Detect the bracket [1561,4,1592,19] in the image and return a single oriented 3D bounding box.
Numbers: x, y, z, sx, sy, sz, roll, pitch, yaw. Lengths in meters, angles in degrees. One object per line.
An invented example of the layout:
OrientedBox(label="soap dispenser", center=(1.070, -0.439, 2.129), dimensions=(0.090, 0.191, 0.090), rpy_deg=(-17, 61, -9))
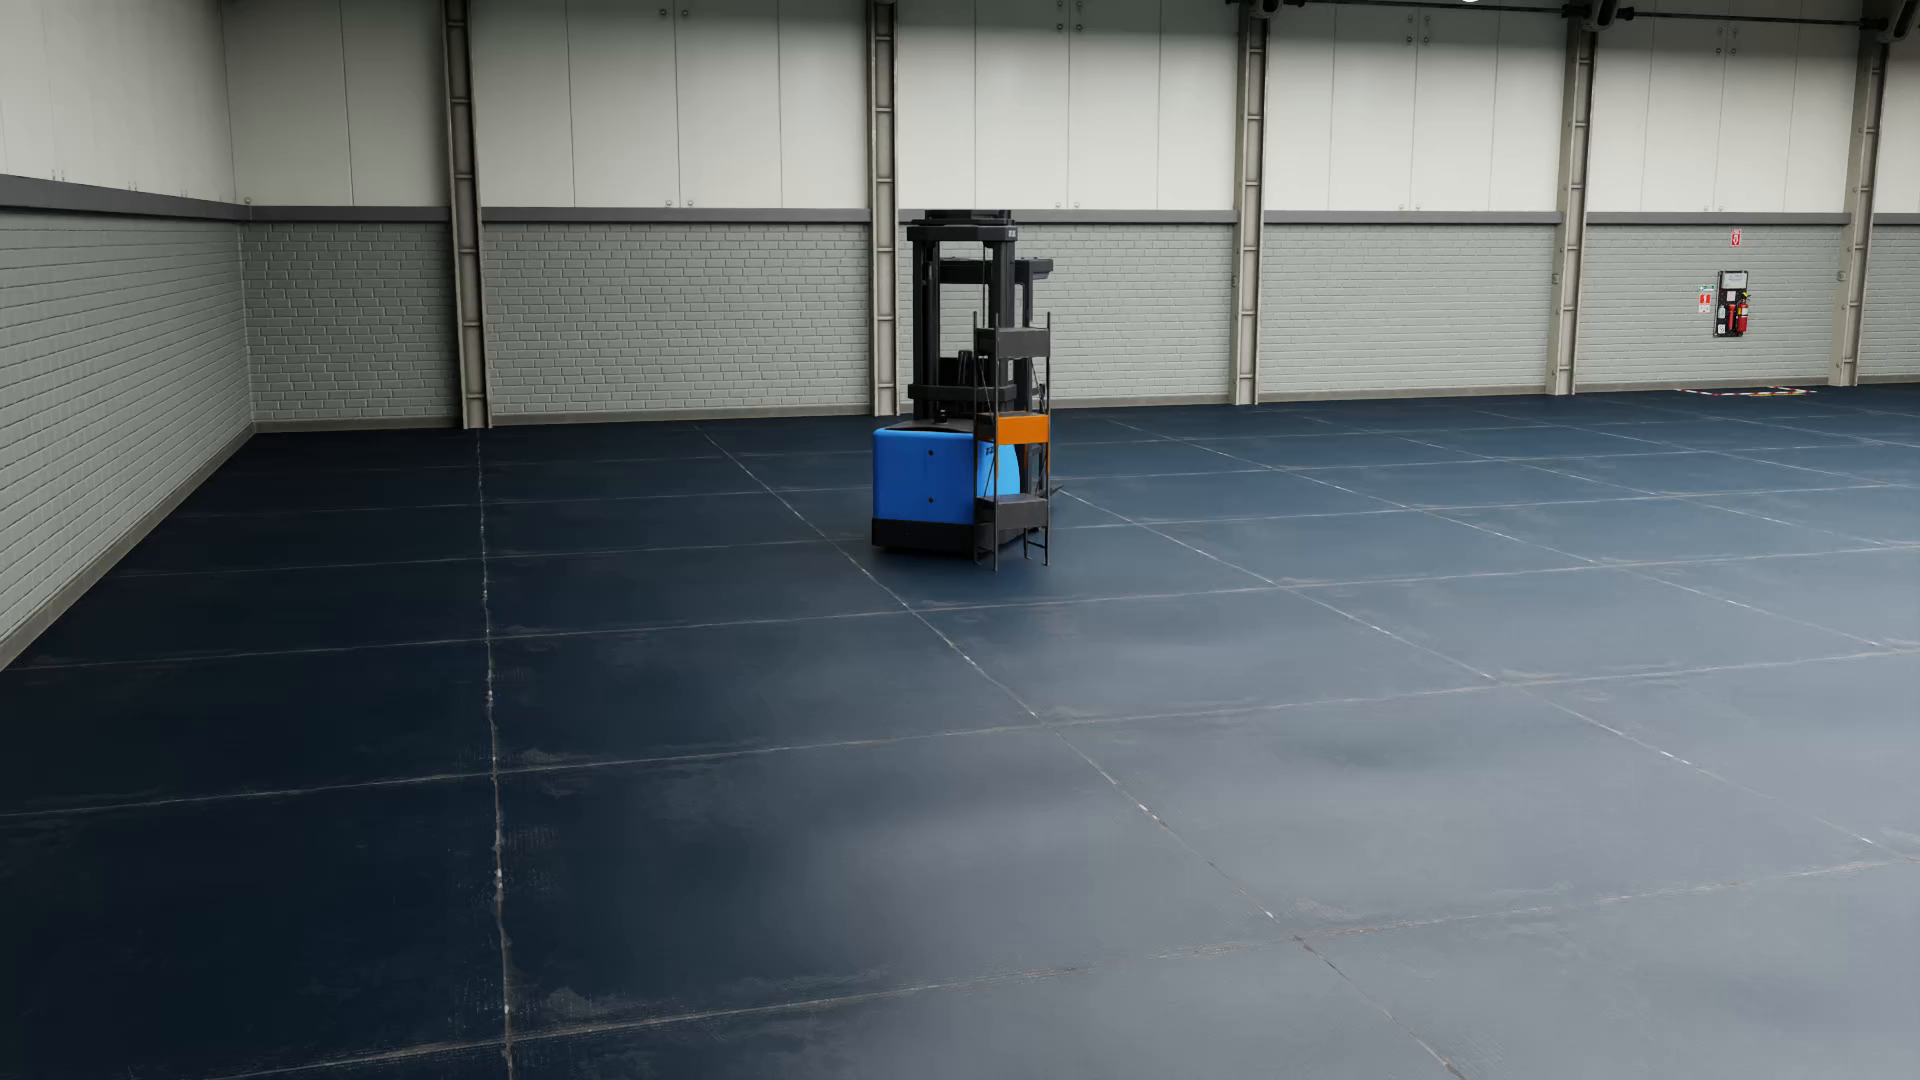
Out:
OrientedBox(label="bracket", center=(10.072, -8.640, 27.180), dimensions=(0.430, 0.232, 0.235), rpy_deg=(-3, 11, -16))

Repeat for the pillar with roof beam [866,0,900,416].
OrientedBox(label="pillar with roof beam", center=(0.053, -5.596, 20.591), dimensions=(0.548, 9.000, 9.100), rpy_deg=(-3, 11, -16))

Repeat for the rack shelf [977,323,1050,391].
OrientedBox(label="rack shelf", center=(0.425, -1.506, 13.633), dimensions=(0.480, 0.518, 0.431), rpy_deg=(-5, 11, -26))

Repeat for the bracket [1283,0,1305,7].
OrientedBox(label="bracket", center=(5.108, -8.378, 25.759), dimensions=(0.430, 0.232, 0.235), rpy_deg=(-3, 11, -16))

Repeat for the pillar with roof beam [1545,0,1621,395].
OrientedBox(label="pillar with roof beam", center=(11.575, -6.204, 23.890), dimensions=(0.548, 9.000, 9.100), rpy_deg=(-3, 11, -16))

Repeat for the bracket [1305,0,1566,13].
OrientedBox(label="bracket", center=(7.582, -8.508, 26.467), dimensions=(4.783, 0.066, 0.076), rpy_deg=(-3, 11, -16))

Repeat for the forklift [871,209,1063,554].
OrientedBox(label="forklift", center=(0.212, -1.547, 15.357), dimensions=(1.130, 2.935, 3.031), rpy_deg=(4, 11, 20))

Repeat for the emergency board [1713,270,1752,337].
OrientedBox(label="emergency board", center=(13.749, -4.187, 29.504), dimensions=(0.643, 1.169, 0.194), rpy_deg=(-3, 11, -16))

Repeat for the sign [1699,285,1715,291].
OrientedBox(label="sign", center=(13.196, -4.454, 29.391), dimensions=(0.331, 0.109, 0.001), rpy_deg=(-3, 11, -16))

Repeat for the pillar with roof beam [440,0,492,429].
OrientedBox(label="pillar with roof beam", center=(-5.708, -5.293, 18.942), dimensions=(0.400, 9.000, 9.100), rpy_deg=(-3, 11, -16))

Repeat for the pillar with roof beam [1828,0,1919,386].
OrientedBox(label="pillar with roof beam", center=(17.336, -6.507, 25.539), dimensions=(0.548, 9.000, 9.100), rpy_deg=(-3, 11, -16))

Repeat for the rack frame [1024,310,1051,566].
OrientedBox(label="rack frame", center=(0.645, -0.850, 13.862), dimensions=(0.015, 2.100, 0.400), rpy_deg=(-5, 11, -26))

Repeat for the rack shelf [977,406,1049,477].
OrientedBox(label="rack shelf", center=(0.426, -0.817, 13.757), dimensions=(0.480, 0.518, 0.431), rpy_deg=(-5, 11, -26))

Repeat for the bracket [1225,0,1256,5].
OrientedBox(label="bracket", center=(4.311, -8.336, 25.530), dimensions=(0.430, 0.232, 0.235), rpy_deg=(-3, 11, -16))

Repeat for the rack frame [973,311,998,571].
OrientedBox(label="rack frame", center=(0.208, -0.811, 13.648), dimensions=(0.015, 2.100, 0.400), rpy_deg=(-5, 11, -26))

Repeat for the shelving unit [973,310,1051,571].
OrientedBox(label="shelving unit", center=(0.426, -0.831, 13.755), dimensions=(0.503, 2.100, 0.431), rpy_deg=(-5, 11, -26))

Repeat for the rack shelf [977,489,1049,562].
OrientedBox(label="rack shelf", center=(0.427, -0.128, 13.882), dimensions=(0.480, 0.518, 0.431), rpy_deg=(-5, 11, -26))

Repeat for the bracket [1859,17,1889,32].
OrientedBox(label="bracket", center=(15.833, -8.943, 28.829), dimensions=(0.430, 0.232, 0.235), rpy_deg=(-3, 11, -16))

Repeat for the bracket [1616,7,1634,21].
OrientedBox(label="bracket", center=(10.869, -8.682, 27.408), dimensions=(0.430, 0.232, 0.235), rpy_deg=(-3, 11, -16))

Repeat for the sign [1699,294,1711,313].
OrientedBox(label="sign", center=(13.189, -4.194, 29.446), dimensions=(0.234, 0.329, 0.001), rpy_deg=(-3, 11, -16))

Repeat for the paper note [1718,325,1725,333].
OrientedBox(label="paper note", center=(13.560, -3.757, 29.600), dimensions=(0.142, 0.148, 0.016), rpy_deg=(-3, 11, -16))

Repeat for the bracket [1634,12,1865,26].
OrientedBox(label="bracket", center=(13.343, -8.812, 28.116), dimensions=(4.783, 0.066, 0.076), rpy_deg=(-3, 11, -16))

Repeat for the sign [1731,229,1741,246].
OrientedBox(label="sign", center=(13.714, -5.344, 29.386), dimensions=(0.199, 0.298, 0.001), rpy_deg=(-3, 11, -16))

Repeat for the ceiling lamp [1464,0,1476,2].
OrientedBox(label="ceiling lamp", center=(7.175, -7.173, 21.715), dimensions=(0.237, 0.041, 1.941), rpy_deg=(-3, 11, -16))

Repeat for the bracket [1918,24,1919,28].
OrientedBox(label="bracket", center=(19.104, -9.116, 29.766), dimensions=(4.783, 0.066, 0.076), rpy_deg=(-3, 11, -16))

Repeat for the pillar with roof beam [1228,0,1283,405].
OrientedBox(label="pillar with roof beam", center=(5.814, -5.900, 22.241), dimensions=(0.548, 9.000, 9.100), rpy_deg=(-3, 11, -16))
